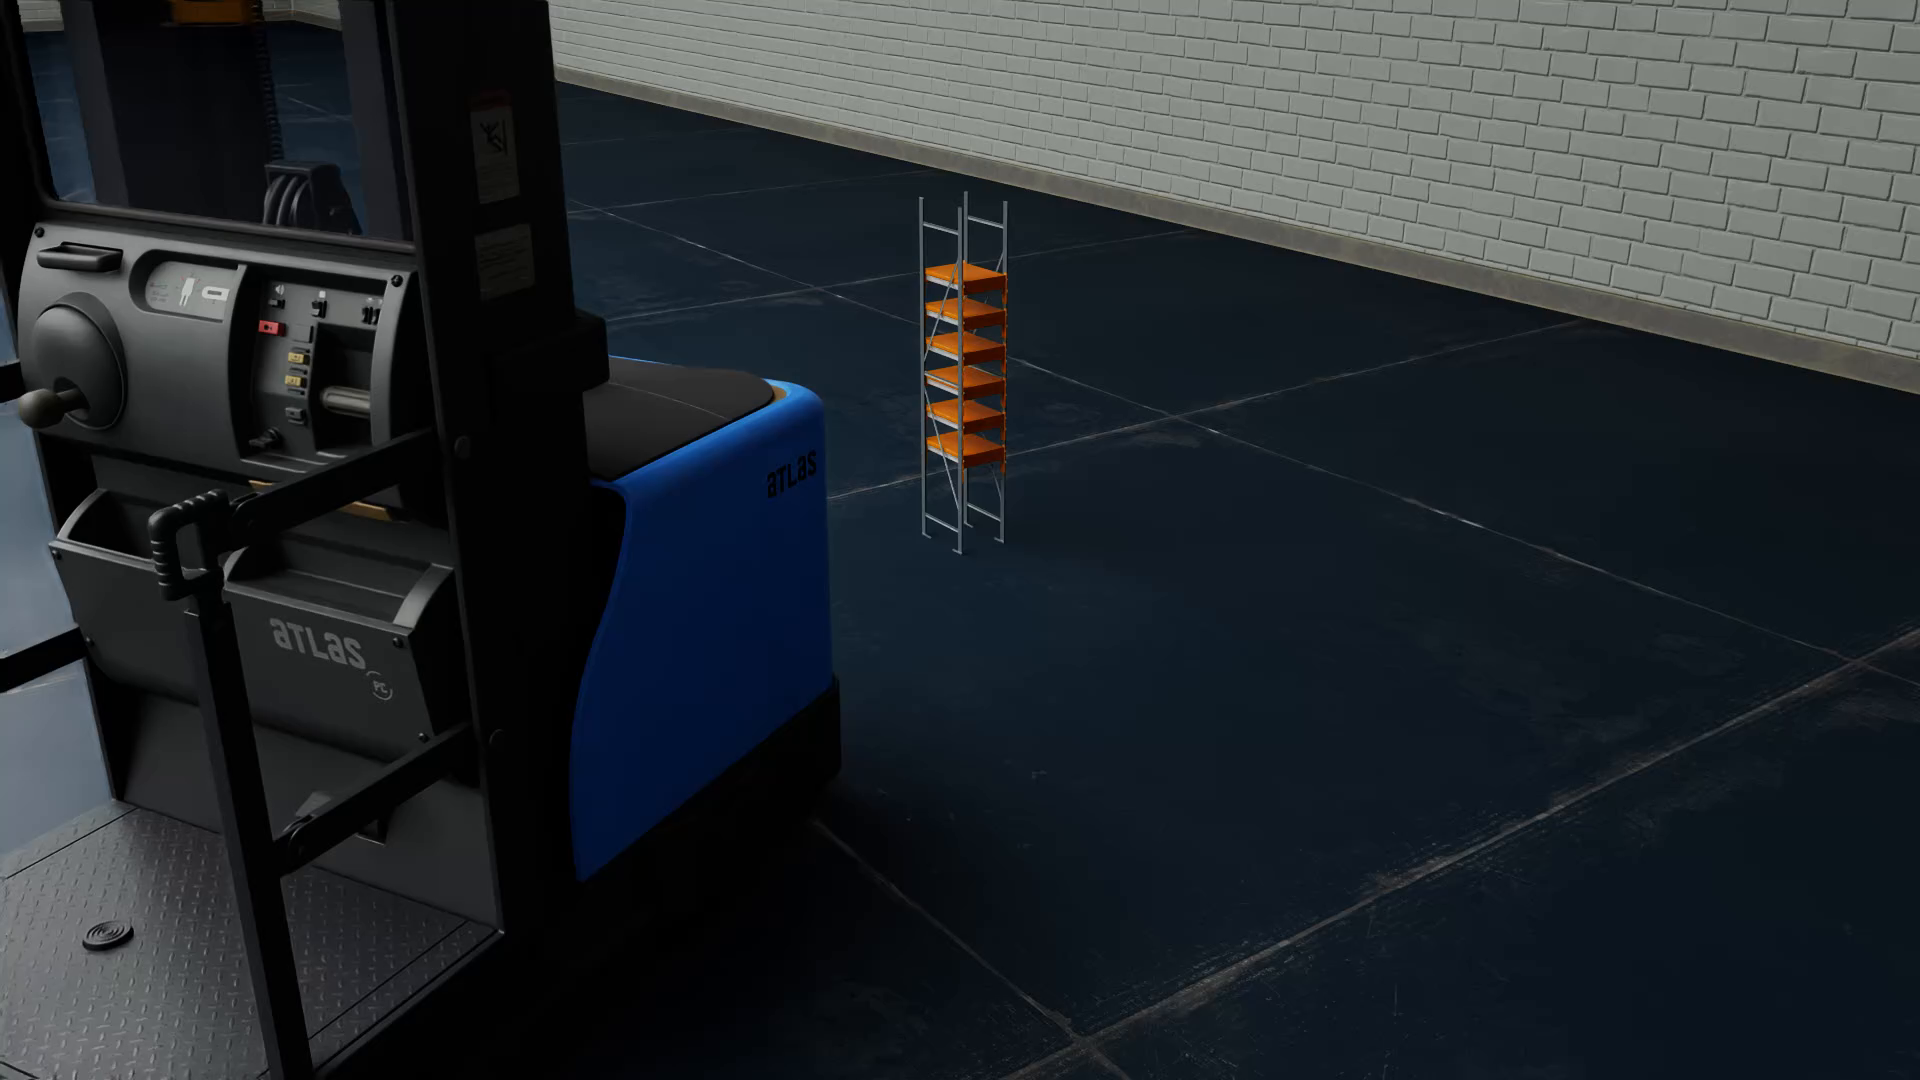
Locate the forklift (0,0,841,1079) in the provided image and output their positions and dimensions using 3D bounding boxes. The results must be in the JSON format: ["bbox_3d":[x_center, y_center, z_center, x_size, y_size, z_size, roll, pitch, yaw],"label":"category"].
[{"bbox_3d":[-1.418,-0.320,2.743,1.130,2.935,3.031,11,24,25],"label":"forklift"}]

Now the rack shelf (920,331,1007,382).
[{"bbox_3d":[0.012,-0.631,5.654,0.180,0.103,0.258,-15,26,-33],"label":"rack shelf"}]

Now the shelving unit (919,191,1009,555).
[{"bbox_3d":[0.012,-0.560,5.682,0.189,1.200,0.258,-15,26,-33],"label":"shelving unit"}]

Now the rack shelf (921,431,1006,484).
[{"bbox_3d":[0.012,-0.296,5.787,0.180,0.103,0.258,-15,26,-33],"label":"rack shelf"}]

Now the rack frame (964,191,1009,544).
[{"bbox_3d":[0.086,-0.580,5.731,0.006,1.200,0.240,-15,26,-33],"label":"rack frame"}]

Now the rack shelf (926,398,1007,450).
[{"bbox_3d":[0.012,-0.408,5.743,0.180,0.103,0.258,-15,26,-33],"label":"rack shelf"}]

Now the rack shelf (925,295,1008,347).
[{"bbox_3d":[0.012,-0.742,5.609,0.180,0.103,0.258,-15,26,-33],"label":"rack shelf"}]

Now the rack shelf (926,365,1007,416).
[{"bbox_3d":[0.012,-0.519,5.698,0.180,0.103,0.258,-15,26,-33],"label":"rack shelf"}]

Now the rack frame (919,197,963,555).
[{"bbox_3d":[-0.063,-0.541,5.632,0.006,1.200,0.240,-15,26,-33],"label":"rack frame"}]

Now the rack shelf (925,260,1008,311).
[{"bbox_3d":[0.012,-0.854,5.565,0.180,0.103,0.258,-15,26,-33],"label":"rack shelf"}]
